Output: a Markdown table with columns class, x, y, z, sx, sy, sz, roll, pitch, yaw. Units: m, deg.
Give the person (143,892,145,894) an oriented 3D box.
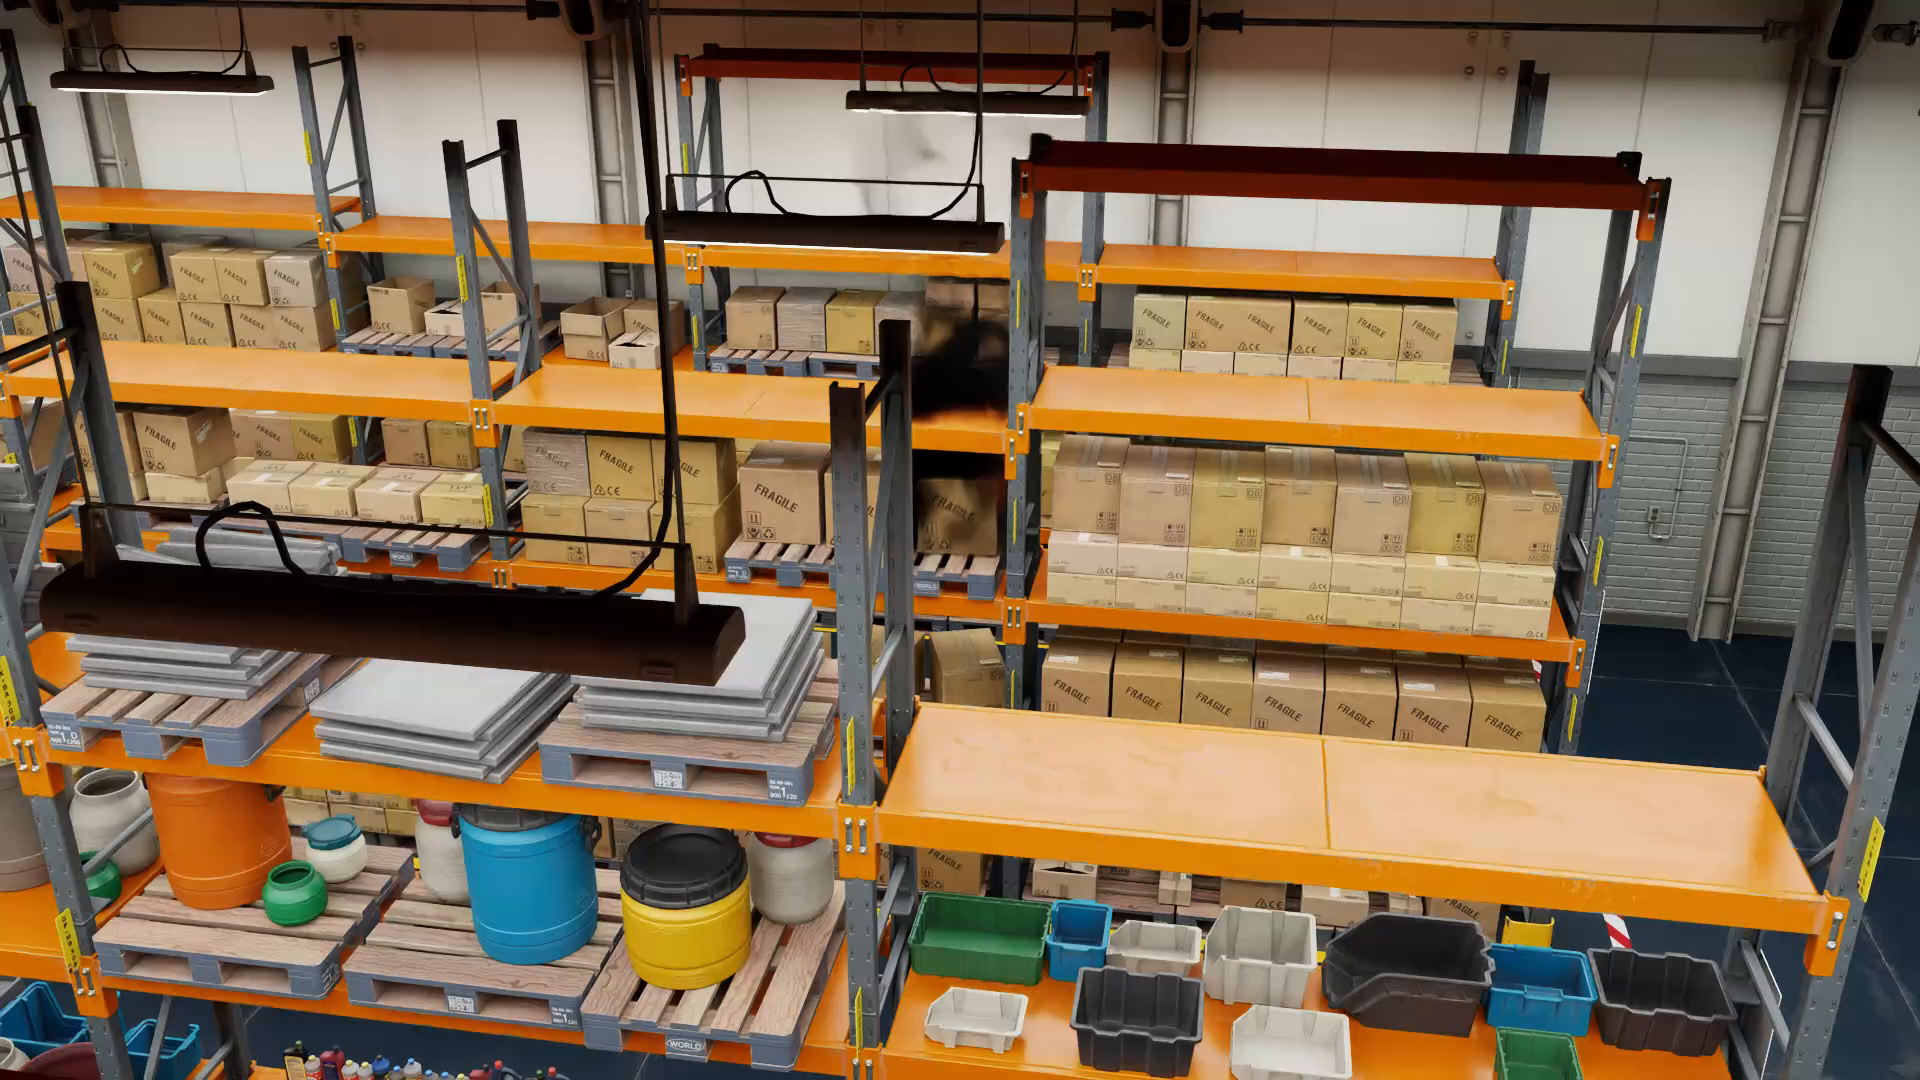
| class | x | y | z | sx | sy | sz | roll | pitch | yaw |
| --- | --- | --- | --- | --- | --- | --- | --- | --- | --- |
| person | -5.675 | 2.595 | 12.023 | 0.698 | 1.784 | 0.632 | 2 | 23 | 5 |
